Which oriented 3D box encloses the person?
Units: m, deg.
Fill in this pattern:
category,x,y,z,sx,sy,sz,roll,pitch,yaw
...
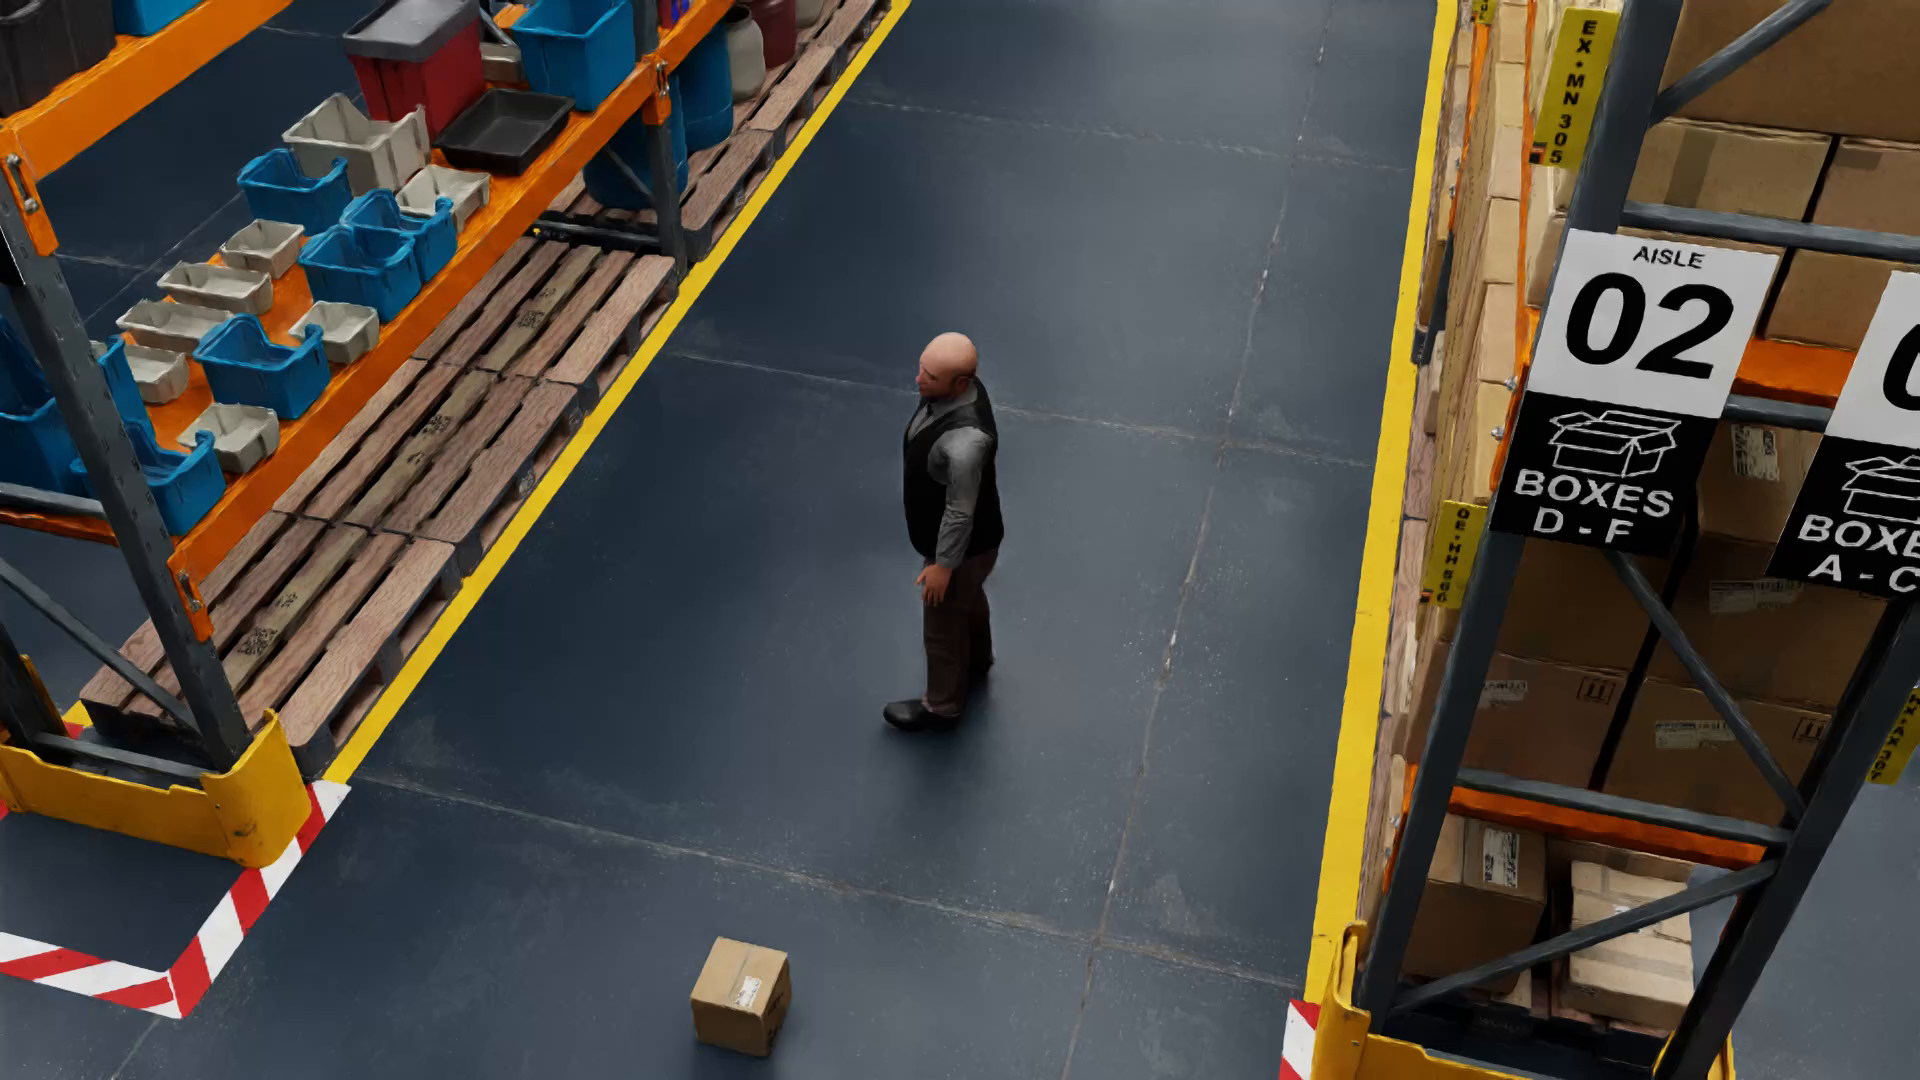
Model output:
category,x,y,z,sx,sy,sz,roll,pitch,yaw
person,-0.080,-0.029,6.168,0.470,1.730,0.588,-2,41,-3
